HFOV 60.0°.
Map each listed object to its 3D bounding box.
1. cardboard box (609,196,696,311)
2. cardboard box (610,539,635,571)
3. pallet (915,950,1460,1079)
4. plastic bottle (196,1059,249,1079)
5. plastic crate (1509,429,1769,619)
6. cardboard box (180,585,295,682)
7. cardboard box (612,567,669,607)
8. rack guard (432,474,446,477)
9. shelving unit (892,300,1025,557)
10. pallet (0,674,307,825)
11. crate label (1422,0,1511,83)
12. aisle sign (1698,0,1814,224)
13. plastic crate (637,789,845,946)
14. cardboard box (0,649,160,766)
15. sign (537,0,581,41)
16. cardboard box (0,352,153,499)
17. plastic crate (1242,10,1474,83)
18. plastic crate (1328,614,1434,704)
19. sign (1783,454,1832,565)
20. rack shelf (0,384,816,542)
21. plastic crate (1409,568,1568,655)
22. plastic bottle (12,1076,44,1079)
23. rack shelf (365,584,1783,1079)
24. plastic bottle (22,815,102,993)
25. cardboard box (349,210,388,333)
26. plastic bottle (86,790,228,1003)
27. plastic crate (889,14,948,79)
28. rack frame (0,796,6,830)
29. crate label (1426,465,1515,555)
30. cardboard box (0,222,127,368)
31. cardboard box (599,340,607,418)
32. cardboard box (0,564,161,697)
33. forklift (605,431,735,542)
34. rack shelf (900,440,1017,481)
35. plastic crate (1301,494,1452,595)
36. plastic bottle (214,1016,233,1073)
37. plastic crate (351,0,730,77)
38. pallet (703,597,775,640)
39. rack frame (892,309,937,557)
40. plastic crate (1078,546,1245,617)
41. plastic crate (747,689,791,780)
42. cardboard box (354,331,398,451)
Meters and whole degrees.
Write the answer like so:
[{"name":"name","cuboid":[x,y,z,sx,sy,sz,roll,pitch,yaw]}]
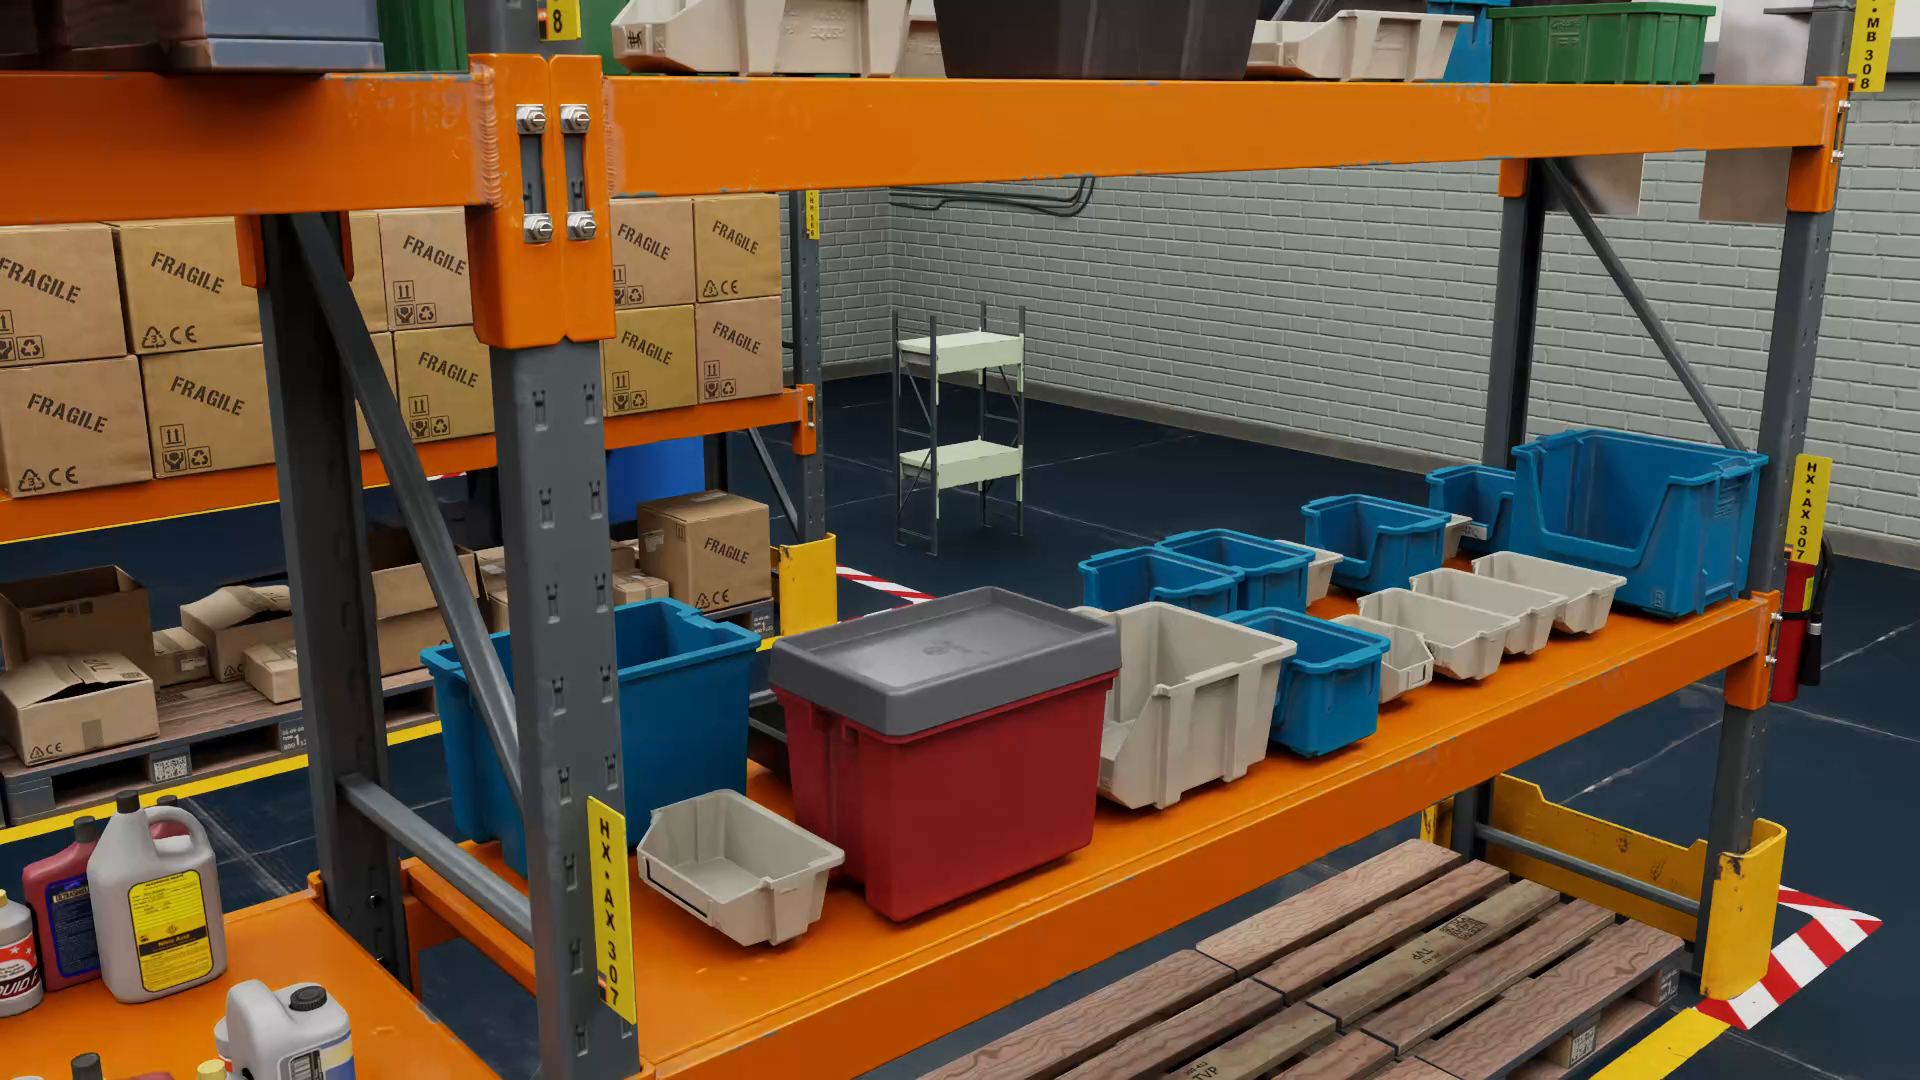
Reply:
[{"name":"cardboard box","cuboid":[-1.629,-1.398,8.041,0.500,0.500,0.500,-12,19,-38]},{"name":"cardboard box","cuboid":[-2.067,0.156,8.829,0.500,0.250,0.500,-13,19,-39]},{"name":"pallet","cuboid":[0.588,1.568,4.469,1.213,0.211,1.003,-13,19,-39]},{"name":"plastic bottle","cuboid":[-1.017,0.812,2.284,0.097,0.201,0.097,0,15,0]},{"name":"plastic crate","cuboid":[2.025,-0.070,5.013,0.499,0.435,0.616,-13,19,-39]},{"name":"cardboard box","cuboid":[-3.302,0.404,7.783,0.500,0.311,0.500,-13,19,-39]},{"name":"cardboard box","cuboid":[-1.707,0.266,8.580,0.250,0.166,0.380,-13,19,-39]},{"name":"rack guard","cuboid":[-4.330,-0.842,12.932,0.348,0.500,1.175,-13,19,-39]},{"name":"shelving unit","cuboid":[-0.005,-0.723,10.552,0.755,1.500,0.431,-13,19,-39]},{"name":"pallet","cuboid":[-3.592,0.827,7.244,1.213,0.211,1.003,-13,19,-39]},{"name":"crate label","cuboid":[1.247,-1.401,4.656,0.502,0.251,0.408,-13,19,-39]},{"name":"aisle sign","cuboid":[2.402,-1.328,4.870,0.004,0.787,0.394,-13,19,-39]},{"name":"plastic crate","cuboid":[-0.417,0.608,3.054,0.243,0.136,0.396,-13,19,-39]},{"name":"cardboard box","cuboid":[-3.652,0.654,6.848,0.500,0.311,0.500,-13,19,-39]},{"name":"sign","cuboid":[-0.503,-0.785,2.047,0.005,0.325,0.100,-13,19,-39]},{"name":"cardboard box","cuboid":[-3.548,-0.485,6.561,0.500,0.500,0.500,-12,19,-38]},{"name":"plastic crate","cuboid":[0.759,-1.040,3.529,0.530,0.136,0.437,-13,19,-39]},{"name":"plastic crate","cuboid":[1.026,0.307,4.182,0.250,0.136,0.298,-13,19,-39]},{"name":"sign","cuboid":[2.529,-0.091,4.962,0.005,0.325,0.100,-13,19,-39]},{"name":"rack shelf","cuboid":[-2.602,-0.395,7.811,4.000,0.370,1.077,-13,19,-39]},{"name":"plastic crate","cuboid":[1.431,0.202,4.578,0.243,0.136,0.396,-13,19,-39]},{"name":"plastic bottle","cuboid":[-1.223,0.813,2.136,0.135,0.276,0.152,-13,19,-39]},{"name":"rack shelf","cuboid":[0.647,0.570,4.198,4.000,0.370,1.077,-13,19,-39]},{"name":"plastic bottle","cuboid":[-1.520,0.619,2.846,0.133,0.283,0.061,-13,19,-39]},{"name":"cardboard box","cuboid":[-2.794,-1.135,7.055,0.500,0.500,0.500,-13,20,-41]},{"name":"plastic bottle","cuboid":[-1.371,0.588,2.831,0.185,0.351,0.144,-13,19,-39]},{"name":"plastic crate","cuboid":[-0.153,-1.050,3.568,0.466,0.136,0.293,-13,19,-39]},{"name":"rack frame","cuboid":[-4.111,-0.404,6.450,0.127,3.000,1.000,-13,19,-39]},{"name":"crate label","cuboid":[1.753,-0.087,5.471,0.303,0.233,0.416,-13,19,-39]},{"name":"cardboard box","cuboid":[-3.571,-0.960,6.401,0.500,0.500,0.500,-12,19,-38]},{"name":"cardboard box","cuboid":[-2.022,-0.829,7.847,0.500,0.500,0.500,-12,19,-39]},{"name":"cardboard box","cuboid":[-3.867,0.439,7.283,0.500,0.500,0.500,-13,19,-39]},{"name":"forklift","cuboid":[-2.786,-1.197,9.552,1.130,2.935,3.031,13,20,40]},{"name":"rack shelf","cuboid":[-0.005,-0.503,10.611,0.686,0.124,0.368,-13,19,-39]},{"name":"plastic crate","cuboid":[1.256,0.025,5.054,0.300,0.233,0.416,-13,19,-39]},{"name":"plastic bottle","cuboid":[-1.043,0.766,2.456,0.097,0.201,0.097,0,15,0]},{"name":"plastic crate","cuboid":[-0.741,-0.916,2.966,0.662,0.188,0.450,-13,19,-39]},{"name":"pallet","cuboid":[-1.752,0.414,8.792,1.213,0.211,1.003,-13,19,-39]},{"name":"rack frame","cuboid":[-0.281,-0.661,10.320,0.023,1.500,0.400,-13,19,-39]},{"name":"plastic crate","cuboid":[0.533,0.187,4.446,0.300,0.233,0.416,-13,19,-39]},{"name":"plastic crate","cuboid":[-0.194,0.423,3.770,0.590,0.125,0.437,-13,19,-39]},{"name":"cardboard box","cuboid":[-2.785,-0.657,7.204,0.500,0.500,0.500,-13,20,-40]}]
